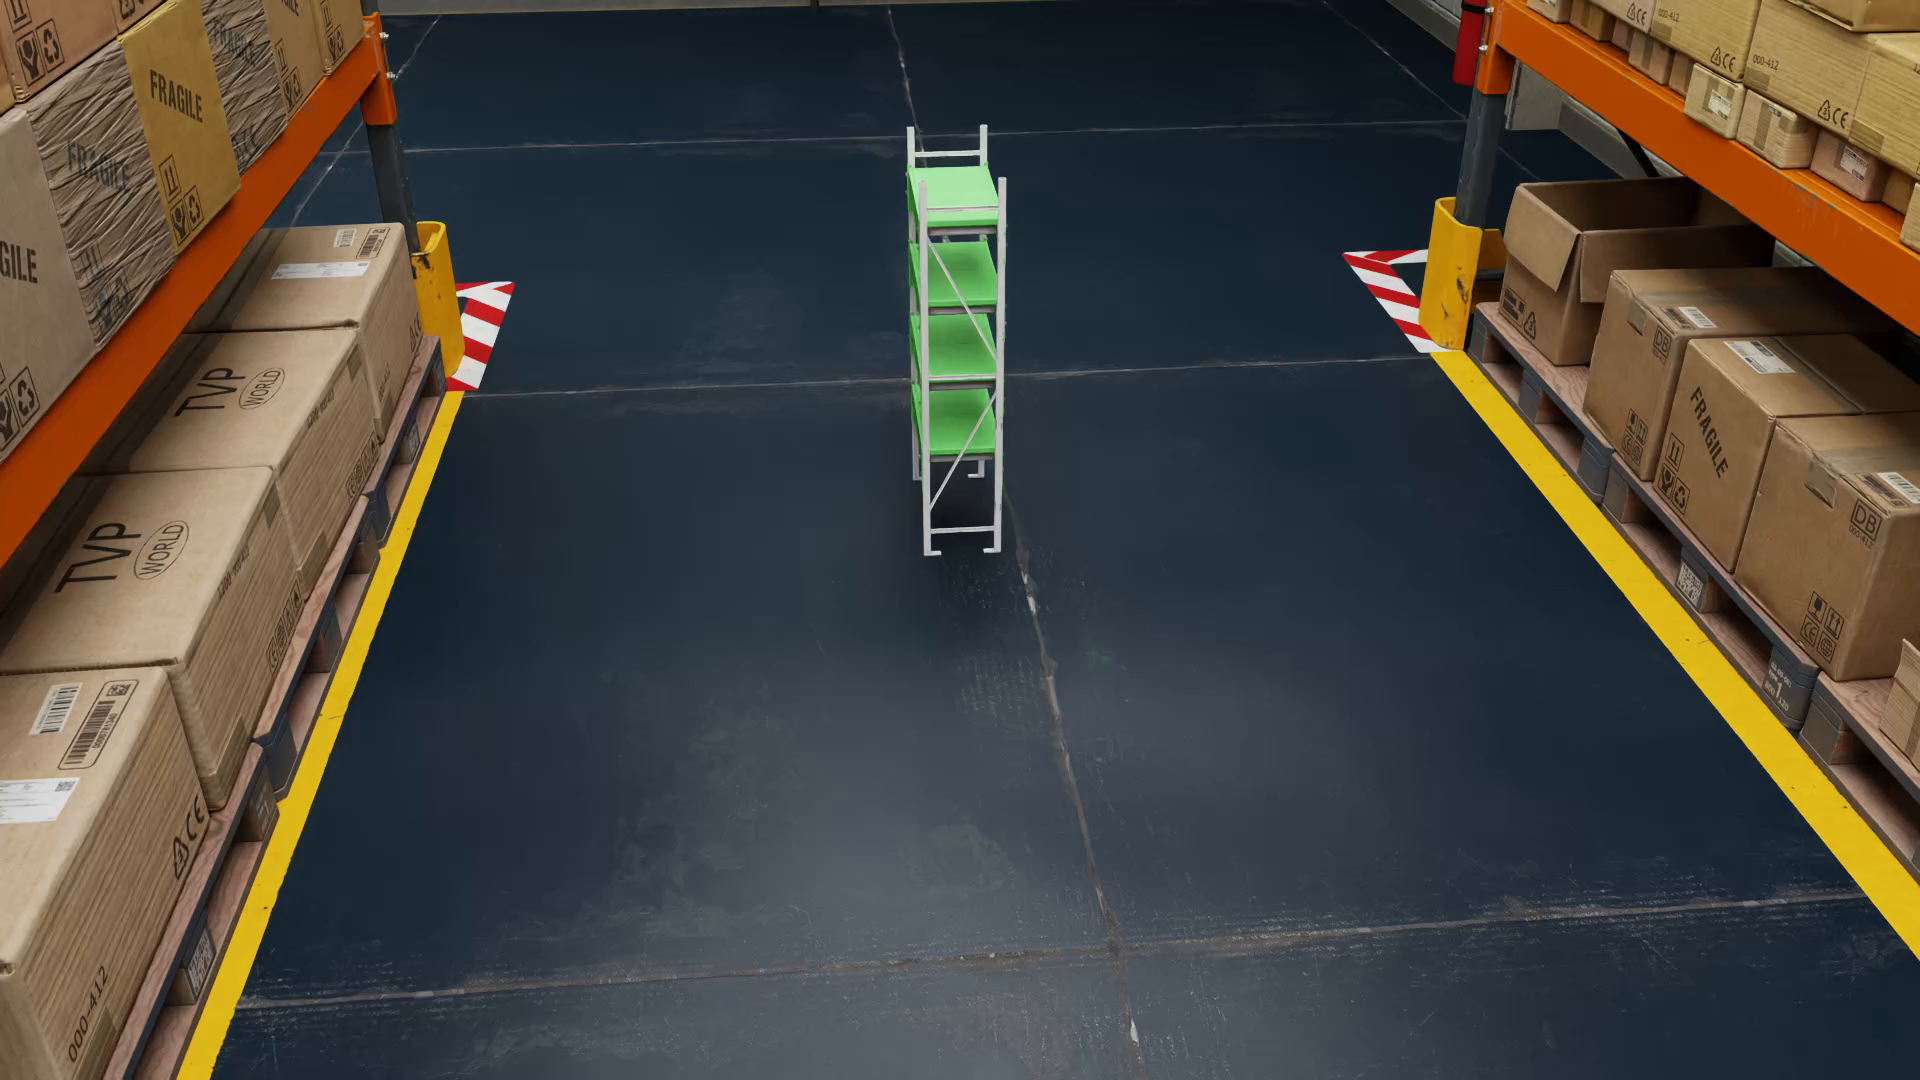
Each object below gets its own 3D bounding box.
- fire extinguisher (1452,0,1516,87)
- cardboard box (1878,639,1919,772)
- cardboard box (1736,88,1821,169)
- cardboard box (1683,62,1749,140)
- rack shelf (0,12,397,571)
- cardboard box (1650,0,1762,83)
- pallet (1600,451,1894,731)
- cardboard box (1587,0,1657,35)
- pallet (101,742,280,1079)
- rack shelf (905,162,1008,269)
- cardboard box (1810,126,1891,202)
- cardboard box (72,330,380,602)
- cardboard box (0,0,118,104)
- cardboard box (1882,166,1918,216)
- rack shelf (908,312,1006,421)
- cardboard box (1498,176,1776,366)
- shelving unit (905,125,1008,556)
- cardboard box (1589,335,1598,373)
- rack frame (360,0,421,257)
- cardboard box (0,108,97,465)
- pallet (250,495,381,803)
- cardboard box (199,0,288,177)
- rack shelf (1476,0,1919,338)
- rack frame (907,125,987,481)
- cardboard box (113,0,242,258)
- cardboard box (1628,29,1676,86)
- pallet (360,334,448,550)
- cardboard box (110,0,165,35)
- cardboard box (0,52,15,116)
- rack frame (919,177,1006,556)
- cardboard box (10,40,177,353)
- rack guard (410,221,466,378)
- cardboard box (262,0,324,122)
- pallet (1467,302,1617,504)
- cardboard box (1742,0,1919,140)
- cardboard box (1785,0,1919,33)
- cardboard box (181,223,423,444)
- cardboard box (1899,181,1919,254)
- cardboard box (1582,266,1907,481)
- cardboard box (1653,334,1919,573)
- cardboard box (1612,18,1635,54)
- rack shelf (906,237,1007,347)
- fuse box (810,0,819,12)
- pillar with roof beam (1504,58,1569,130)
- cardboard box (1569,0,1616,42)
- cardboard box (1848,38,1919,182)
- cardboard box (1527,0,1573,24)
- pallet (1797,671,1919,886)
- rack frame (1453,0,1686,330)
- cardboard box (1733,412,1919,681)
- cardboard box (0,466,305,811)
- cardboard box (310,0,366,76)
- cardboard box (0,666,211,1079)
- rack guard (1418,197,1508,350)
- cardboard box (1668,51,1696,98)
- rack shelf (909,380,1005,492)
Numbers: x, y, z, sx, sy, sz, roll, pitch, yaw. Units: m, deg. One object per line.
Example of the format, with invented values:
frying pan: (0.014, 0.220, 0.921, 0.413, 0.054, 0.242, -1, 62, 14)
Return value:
fire extinguisher: (1.964, -2.039, 6.177, 0.296, 0.674, 0.183, -3, 31, -5)
cardboard box: (2.434, 0.404, 3.905, 0.396, 0.266, 0.258, -2, 31, -3)
cardboard box: (2.311, -1.096, 4.406, 0.380, 0.149, 0.250, -2, 31, -3)
cardboard box: (2.266, -1.230, 4.629, 0.380, 0.149, 0.250, -4, 31, -6)
rack shelf: (-2.317, -0.609, 4.046, 1.077, 0.370, 4.000, -3, 31, -5)
cardboard box: (2.310, -1.482, 4.662, 0.500, 0.250, 0.500, -3, 31, -6)
pallet: (2.631, 0.086, 4.901, 1.003, 0.211, 1.213, -3, 31, -5)
cardboard box: (2.259, -1.740, 5.095, 0.500, 0.250, 0.500, -2, 31, -4)
pallet: (-2.123, 0.908, 3.524, 1.003, 0.211, 1.213, -3, 31, -5)
rack shelf: (-0.016, -0.957, 4.870, 0.258, 0.148, 0.480, -3, 31, -5)
cardboard box: (2.404, -0.968, 4.191, 0.380, 0.149, 0.250, -3, 31, -5)
cardboard box: (-2.249, -0.220, 4.783, 0.875, 0.438, 0.875, -2, 31, -3)
cardboard box: (-2.011, -1.144, 3.168, 0.500, 0.500, 0.500, -2, 31, -4)
cardboard box: (2.474, -0.844, 3.983, 0.380, 0.149, 0.250, -2, 31, -4)
rack shelf: (-0.015, -0.545, 5.117, 0.258, 0.148, 0.480, -3, 31, -5)
cardboard box: (2.401, -0.971, 5.975, 0.797, 0.503, 0.637, -4, 31, -7)
shelving unit: (-0.015, -0.600, 5.084, 0.258, 1.200, 0.503, -3, 31, -5)
cardboard box: (2.402, -0.600, 5.699, 0.380, 0.149, 0.250, -4, 31, -7)
rack frame: (-2.504, -1.939, 5.571, 1.000, 3.000, 0.127, -3, 31, -5)
cardboard box: (-1.956, -0.449, 2.979, 0.500, 0.500, 0.500, -3, 31, -4)
pallet: (-2.240, 0.284, 4.569, 1.003, 0.211, 1.213, -3, 31, -5)
cardboard box: (-2.106, -1.229, 4.286, 0.500, 0.500, 0.500, -2, 31, -3)
rack shelf: (2.625, -0.849, 4.448, 1.077, 0.370, 4.000, -3, 31, -5)
rack frame: (-0.038, -0.724, 5.292, 0.240, 1.200, 0.015, -3, 31, -5)
cardboard box: (-2.044, -0.966, 3.845, 0.500, 0.500, 0.500, -2, 31, -3)
cardboard box: (2.287, -1.498, 5.078, 0.380, 0.149, 0.250, -2, 31, -3)
pallet: (-2.351, -0.337, 5.609, 1.003, 0.211, 1.213, -3, 31, -5)
cardboard box: (-2.056, -1.402, 3.599, 0.500, 0.500, 0.500, -3, 31, -5)
cardboard box: (-1.974, -0.882, 2.729, 0.500, 0.500, 0.500, -3, 31, -5)
rack frame: (0.007, -0.475, 4.875, 0.240, 1.200, 0.015, -3, 31, -5)
cardboard box: (-1.996, -0.703, 3.405, 0.500, 0.500, 0.500, -3, 31, -4)
rack guard: (-2.506, -0.878, 6.233, 1.175, 0.500, 0.348, -3, 31, -5)
cardboard box: (-2.163, -1.492, 4.724, 0.500, 0.500, 0.500, -3, 31, -6)
pallet: (2.520, -0.536, 5.941, 1.003, 0.211, 1.213, -3, 31, -5)
cardboard box: (2.379, -1.222, 4.226, 0.500, 0.250, 0.500, -4, 31, -6)
cardboard box: (2.352, -1.554, 4.051, 0.500, 0.500, 0.500, -2, 31, -3)
cardboard box: (-2.343, -0.687, 5.565, 0.875, 0.438, 0.875, -4, 31, -6)
cardboard box: (2.387, -0.707, 3.754, 0.380, 0.149, 0.250, -3, 31, -5)
cardboard box: (2.442, -0.531, 5.242, 0.700, 0.500, 0.500, -2, 31, -3)
cardboard box: (2.392, -0.256, 4.782, 0.500, 0.500, 0.500, -2, 31, -4)
cardboard box: (2.324, -1.630, 5.299, 0.380, 0.149, 0.250, -3, 31, -5)
rack shelf: (-0.016, -0.751, 4.994, 0.258, 0.148, 0.480, -3, 31, -5)
fuse box: (-0.949, -4.290, 10.763, 0.539, 1.711, 0.414, -3, 31, -5)
pillar with roof beam: (-1.203, -5.968, 6.466, 9.100, 9.000, 0.400, -3, 31, -5)
cardboard box: (2.265, -1.762, 5.520, 0.380, 0.149, 0.250, -2, 31, -3)
cardboard box: (2.426, -0.959, 3.786, 0.500, 0.250, 0.500, -3, 31, -5)
cardboard box: (2.195, -1.890, 5.734, 0.380, 0.149, 0.250, -3, 31, -5)
pallet: (2.748, 0.710, 3.856, 1.003, 0.211, 1.213, -3, 31, -5)
rack frame: (2.438, -2.179, 5.973, 1.000, 3.000, 0.127, -3, 31, -5)
cardboard box: (2.539, -0.001, 4.354, 0.700, 0.500, 0.500, -4, 31, -6)
cardboard box: (-2.166, 0.240, 4.012, 0.875, 0.438, 0.875, -4, 31, -6)
cardboard box: (-2.195, -1.748, 5.155, 0.500, 0.500, 0.500, -3, 31, -4)
cardboard box: (-2.082, 0.697, 3.247, 0.875, 0.438, 0.875, -3, 31, -5)
rack guard: (2.445, -1.067, 6.549, 1.175, 0.500, 0.348, -3, 31, -5)
cardboard box: (2.317, -1.363, 4.851, 0.380, 0.149, 0.250, -2, 31, -4)
rack shelf: (-0.015, -0.339, 5.240, 0.258, 0.148, 0.480, -3, 31, -5)
